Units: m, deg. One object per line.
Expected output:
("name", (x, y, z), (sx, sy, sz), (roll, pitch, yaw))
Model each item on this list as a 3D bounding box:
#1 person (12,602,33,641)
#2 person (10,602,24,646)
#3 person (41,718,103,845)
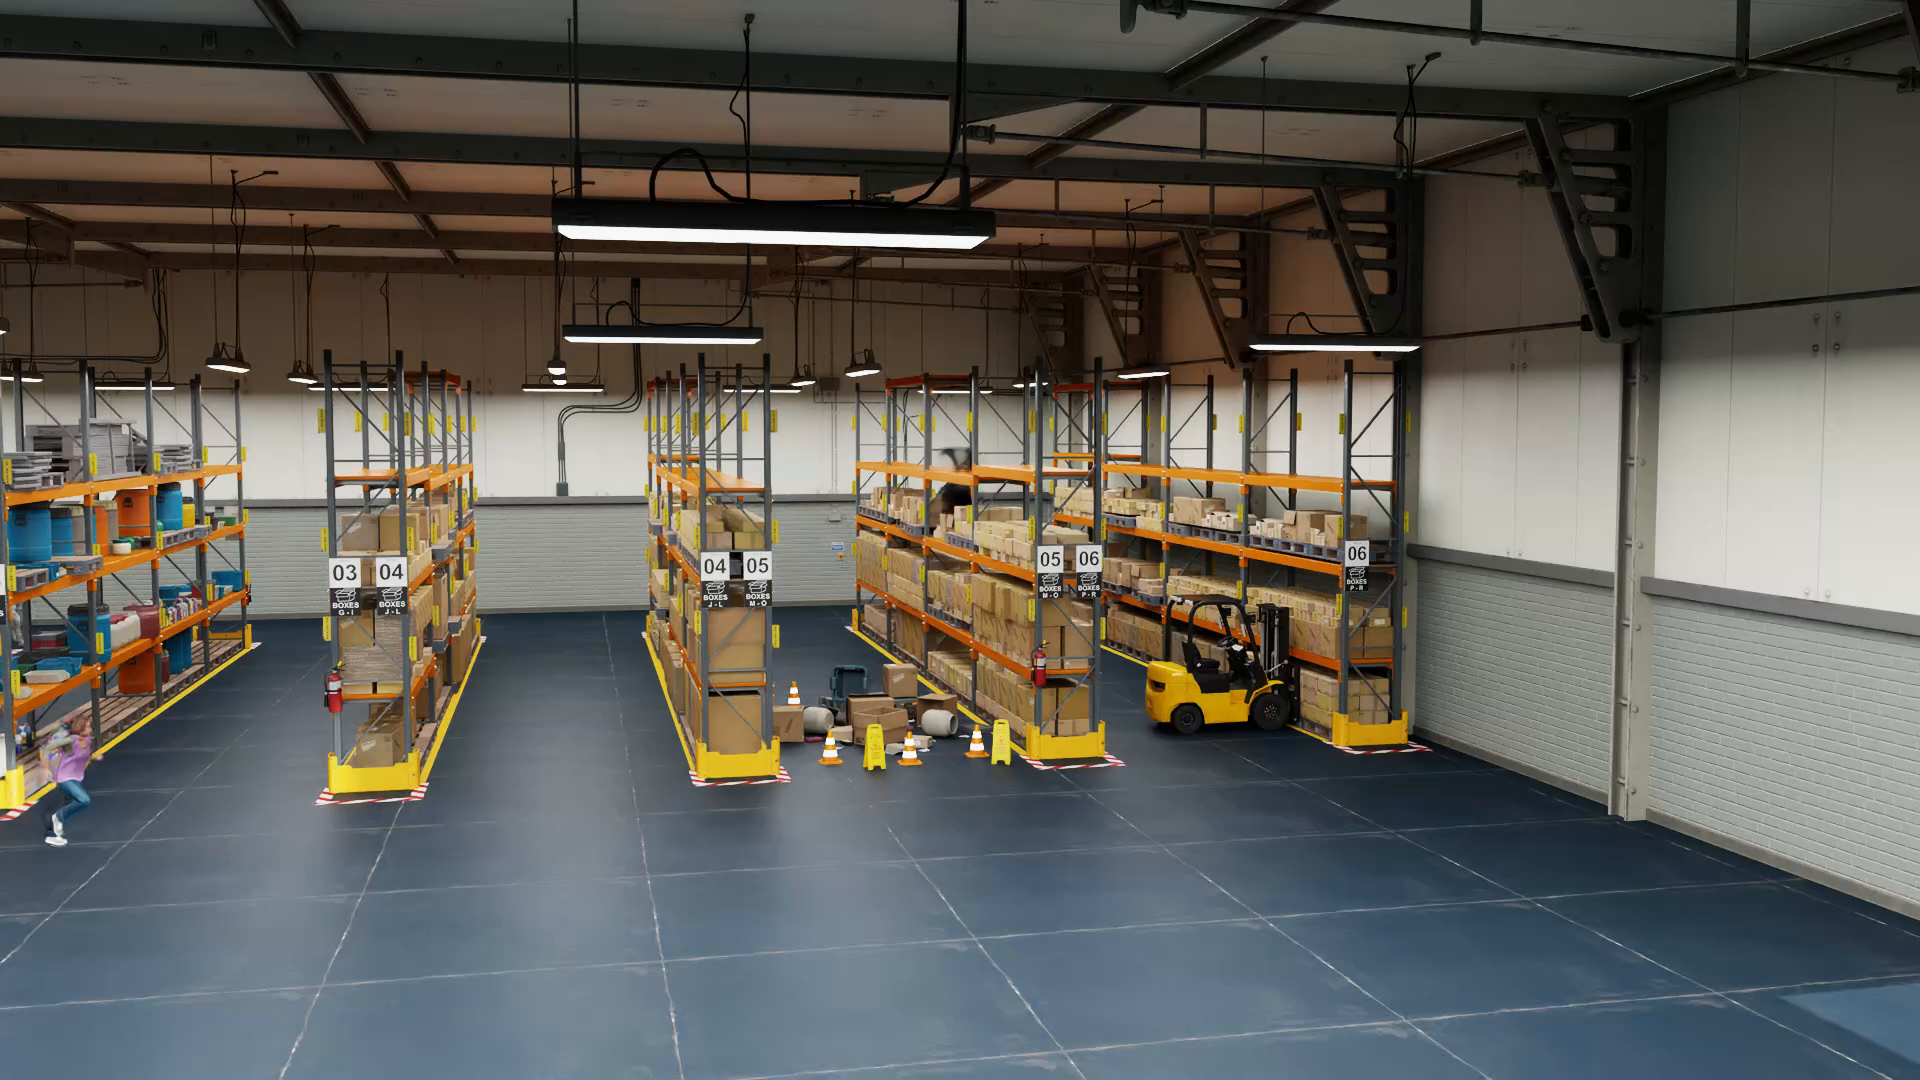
("person", (-21.258, 1.564, 37.681), (0.825, 1.626, 0.512), (3, 5, 39))
("person", (-21.316, 1.544, 37.235), (0.877, 1.734, 0.739), (-1, 4, -17))
("person", (-10.531, 2.881, 19.723), (0.736, 1.496, 0.542), (0, 4, 5))
